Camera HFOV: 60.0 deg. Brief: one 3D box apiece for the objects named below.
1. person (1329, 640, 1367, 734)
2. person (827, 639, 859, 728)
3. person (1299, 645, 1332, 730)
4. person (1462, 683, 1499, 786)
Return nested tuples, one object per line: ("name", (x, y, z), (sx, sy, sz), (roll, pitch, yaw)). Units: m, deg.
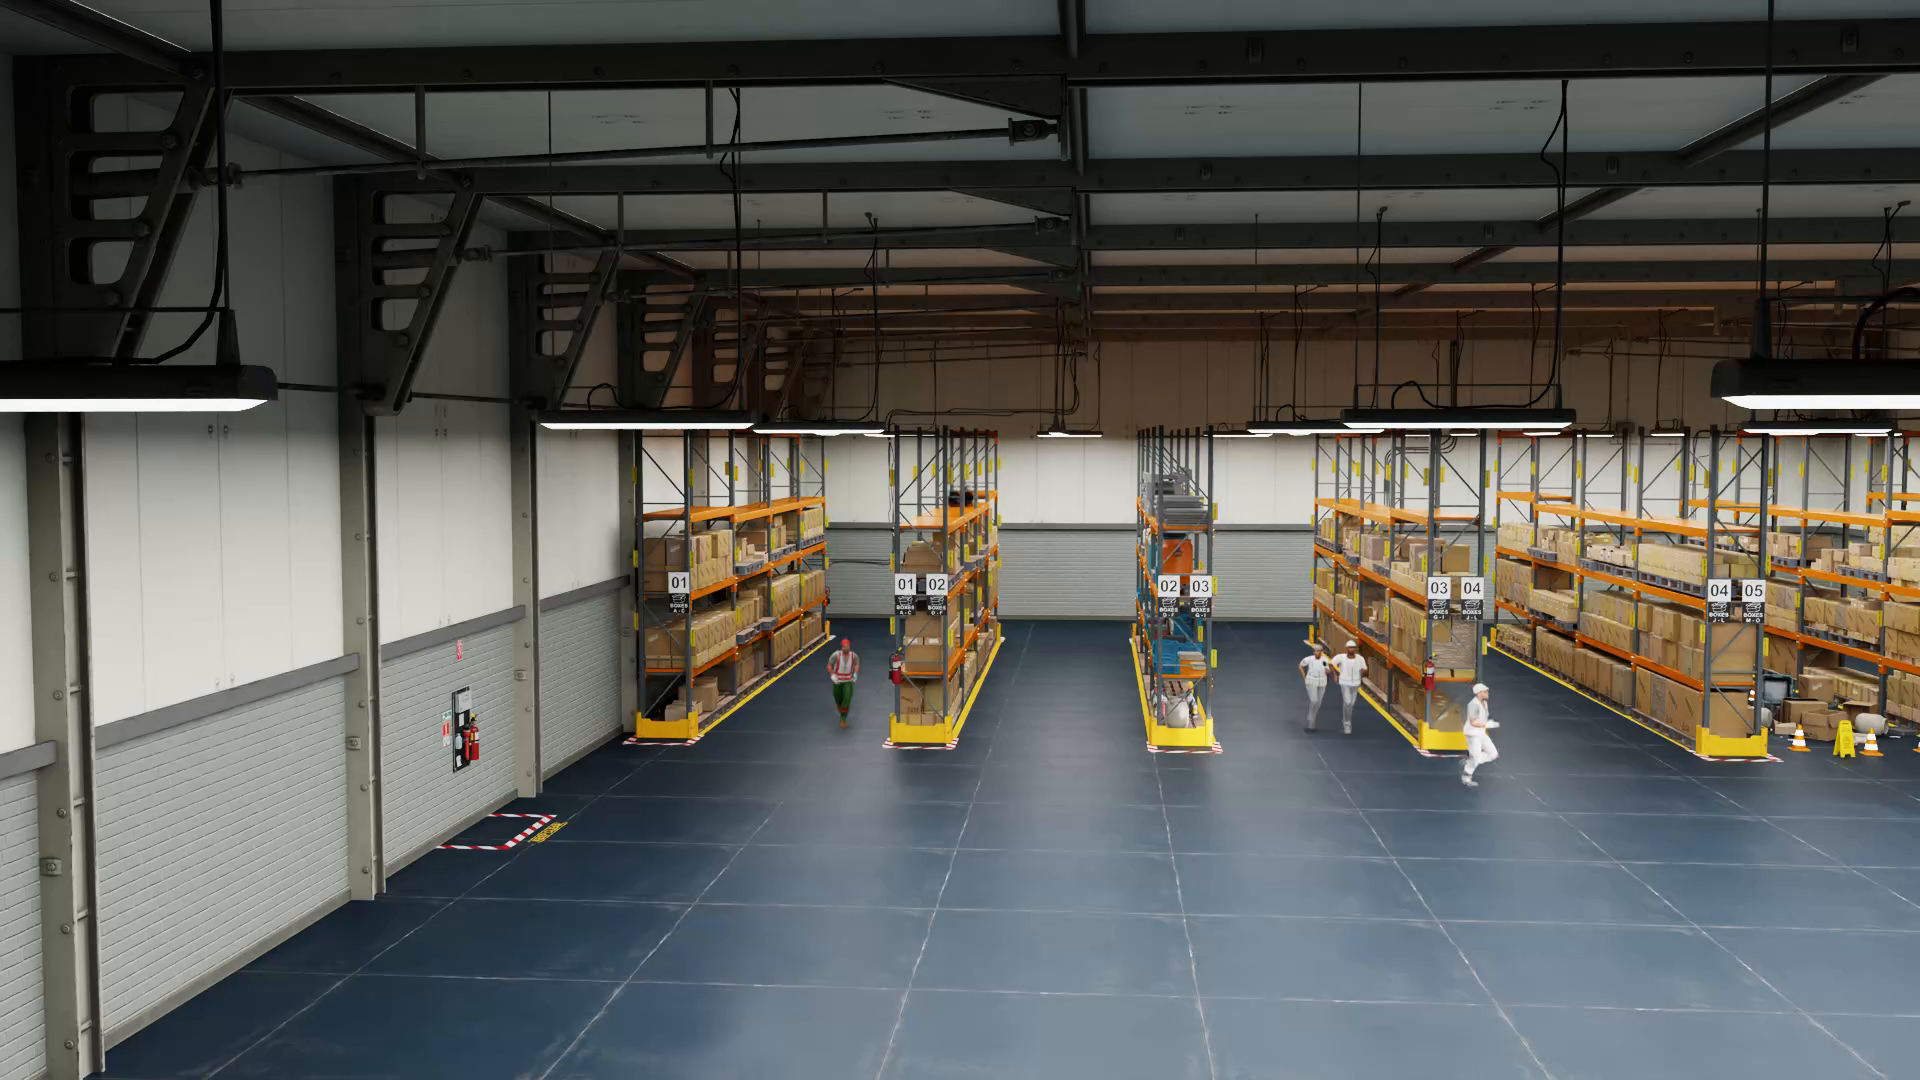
("person", (7.660, 2.881, 32.683), (0.674, 1.832, 0.785), (0, 3, -8))
("person", (-2.349, 2.852, 33.486), (0.659, 1.766, 0.986), (-1, 3, -9))
("person", (7.091, 2.920, 33.121), (0.585, 1.698, 0.767), (-1, 3, -10))
("person", (8.553, 3.207, 27.303), (0.657, 1.728, 0.707), (3, 4, 39))
